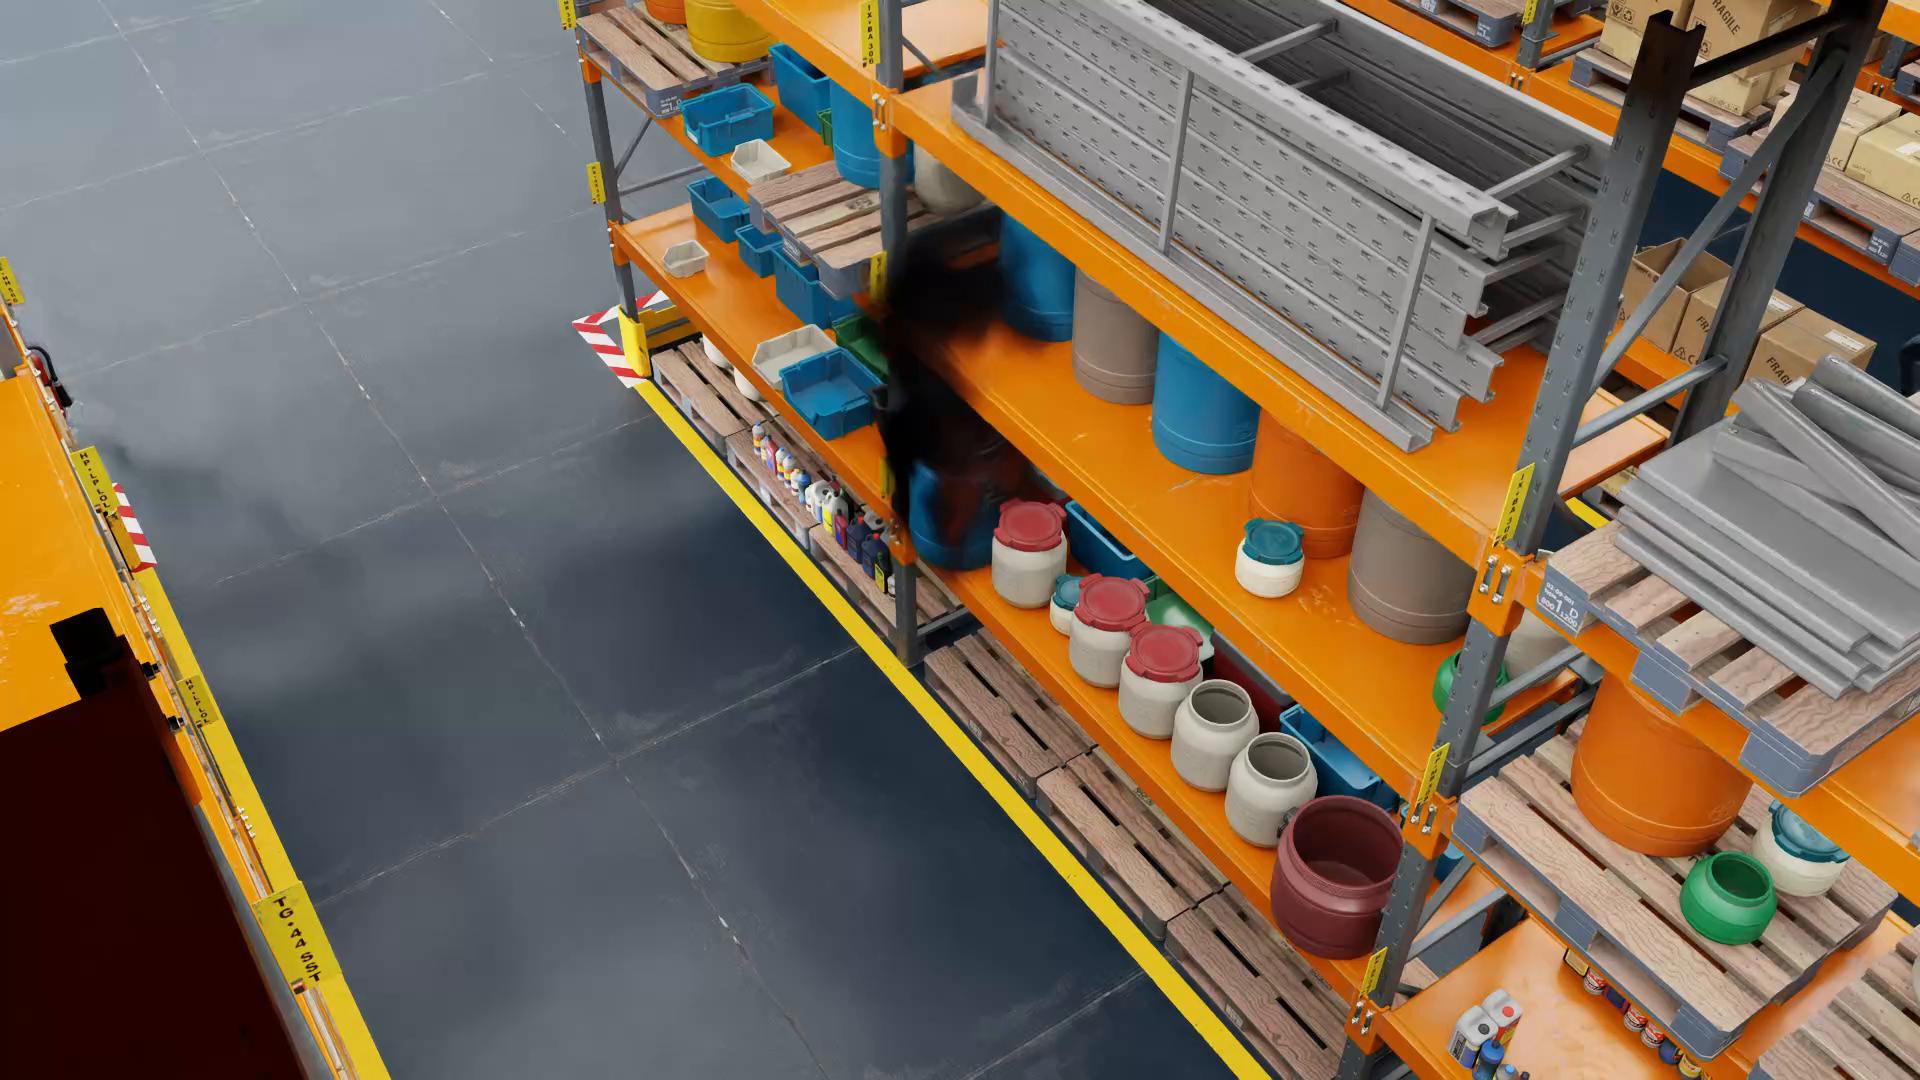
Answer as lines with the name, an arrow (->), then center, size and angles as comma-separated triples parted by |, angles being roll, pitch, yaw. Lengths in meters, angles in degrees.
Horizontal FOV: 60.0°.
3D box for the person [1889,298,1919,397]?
person -> 7.141, -1.475, 12.086 | 0.655, 1.836, 0.773 | -27, 49, -26
